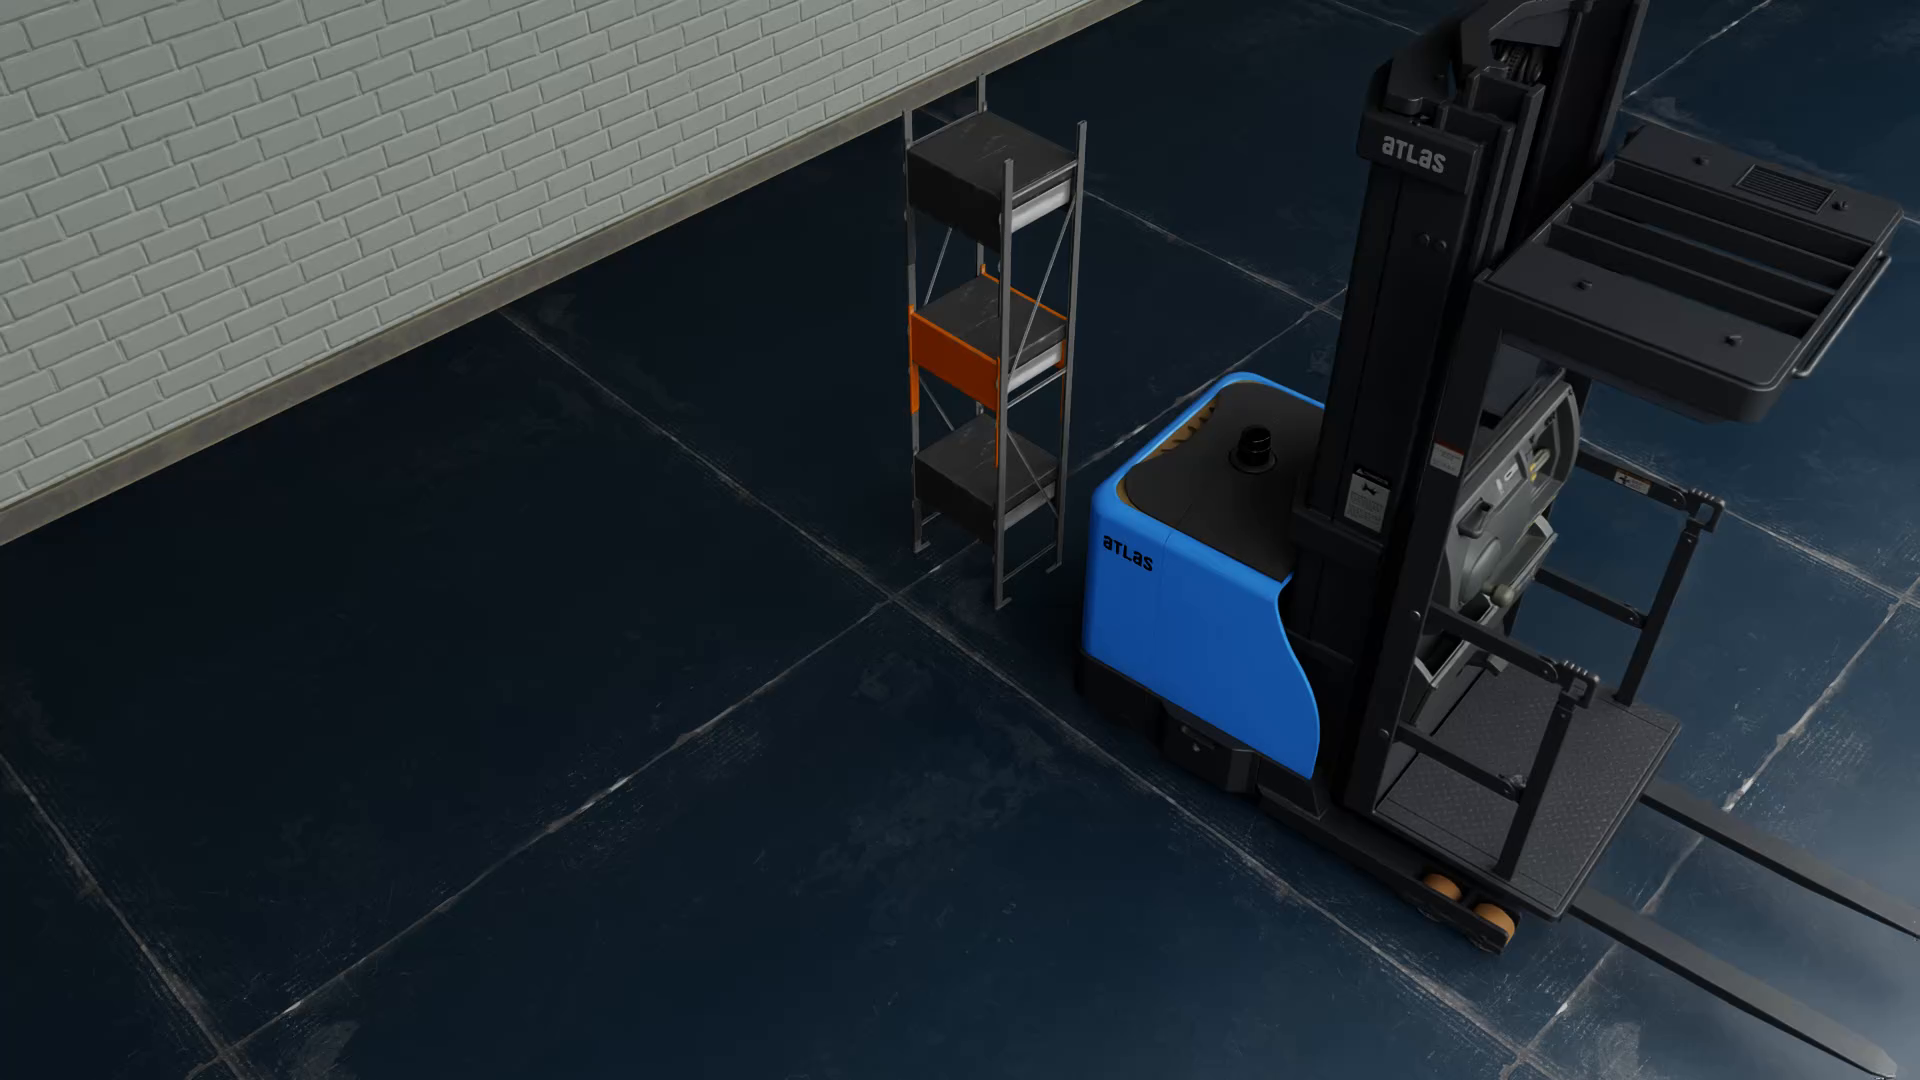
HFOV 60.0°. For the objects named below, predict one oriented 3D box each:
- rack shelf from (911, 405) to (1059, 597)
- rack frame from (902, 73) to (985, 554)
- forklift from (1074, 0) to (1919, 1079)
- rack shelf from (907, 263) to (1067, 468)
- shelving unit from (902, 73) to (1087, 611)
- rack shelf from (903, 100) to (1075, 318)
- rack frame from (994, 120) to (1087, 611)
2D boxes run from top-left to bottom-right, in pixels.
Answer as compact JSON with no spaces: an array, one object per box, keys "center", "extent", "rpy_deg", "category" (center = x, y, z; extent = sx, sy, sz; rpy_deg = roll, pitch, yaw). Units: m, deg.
[{"center":[0.117,-0.167,6.936],"extent":[0.431,0.518,0.480],"rpy_deg":[-34,53,-31],"category":"rack shelf"},{"center":[-0.055,-0.809,6.578],"extent":[0.400,2.100,0.015],"rpy_deg":[-34,53,-31],"category":"rack frame"},{"center":[1.910,-0.075,5.171],"extent":[3.031,2.935,1.130],"rpy_deg":[29,50,28],"category":"forklift"},{"center":[0.117,-0.682,6.461],"extent":[0.431,0.518,0.480],"rpy_deg":[-34,53,-31],"category":"rack shelf"},{"center":[0.117,-0.692,6.451],"extent":[0.431,2.100,0.503],"rpy_deg":[-34,53,-31],"category":"shelving unit"},{"center":[0.117,-1.196,5.986],"extent":[0.431,0.518,0.480],"rpy_deg":[-34,53,-31],"category":"rack shelf"},{"center":[0.289,-0.574,6.324],"extent":[0.400,2.100,0.015],"rpy_deg":[-34,53,-31],"category":"rack frame"}]
